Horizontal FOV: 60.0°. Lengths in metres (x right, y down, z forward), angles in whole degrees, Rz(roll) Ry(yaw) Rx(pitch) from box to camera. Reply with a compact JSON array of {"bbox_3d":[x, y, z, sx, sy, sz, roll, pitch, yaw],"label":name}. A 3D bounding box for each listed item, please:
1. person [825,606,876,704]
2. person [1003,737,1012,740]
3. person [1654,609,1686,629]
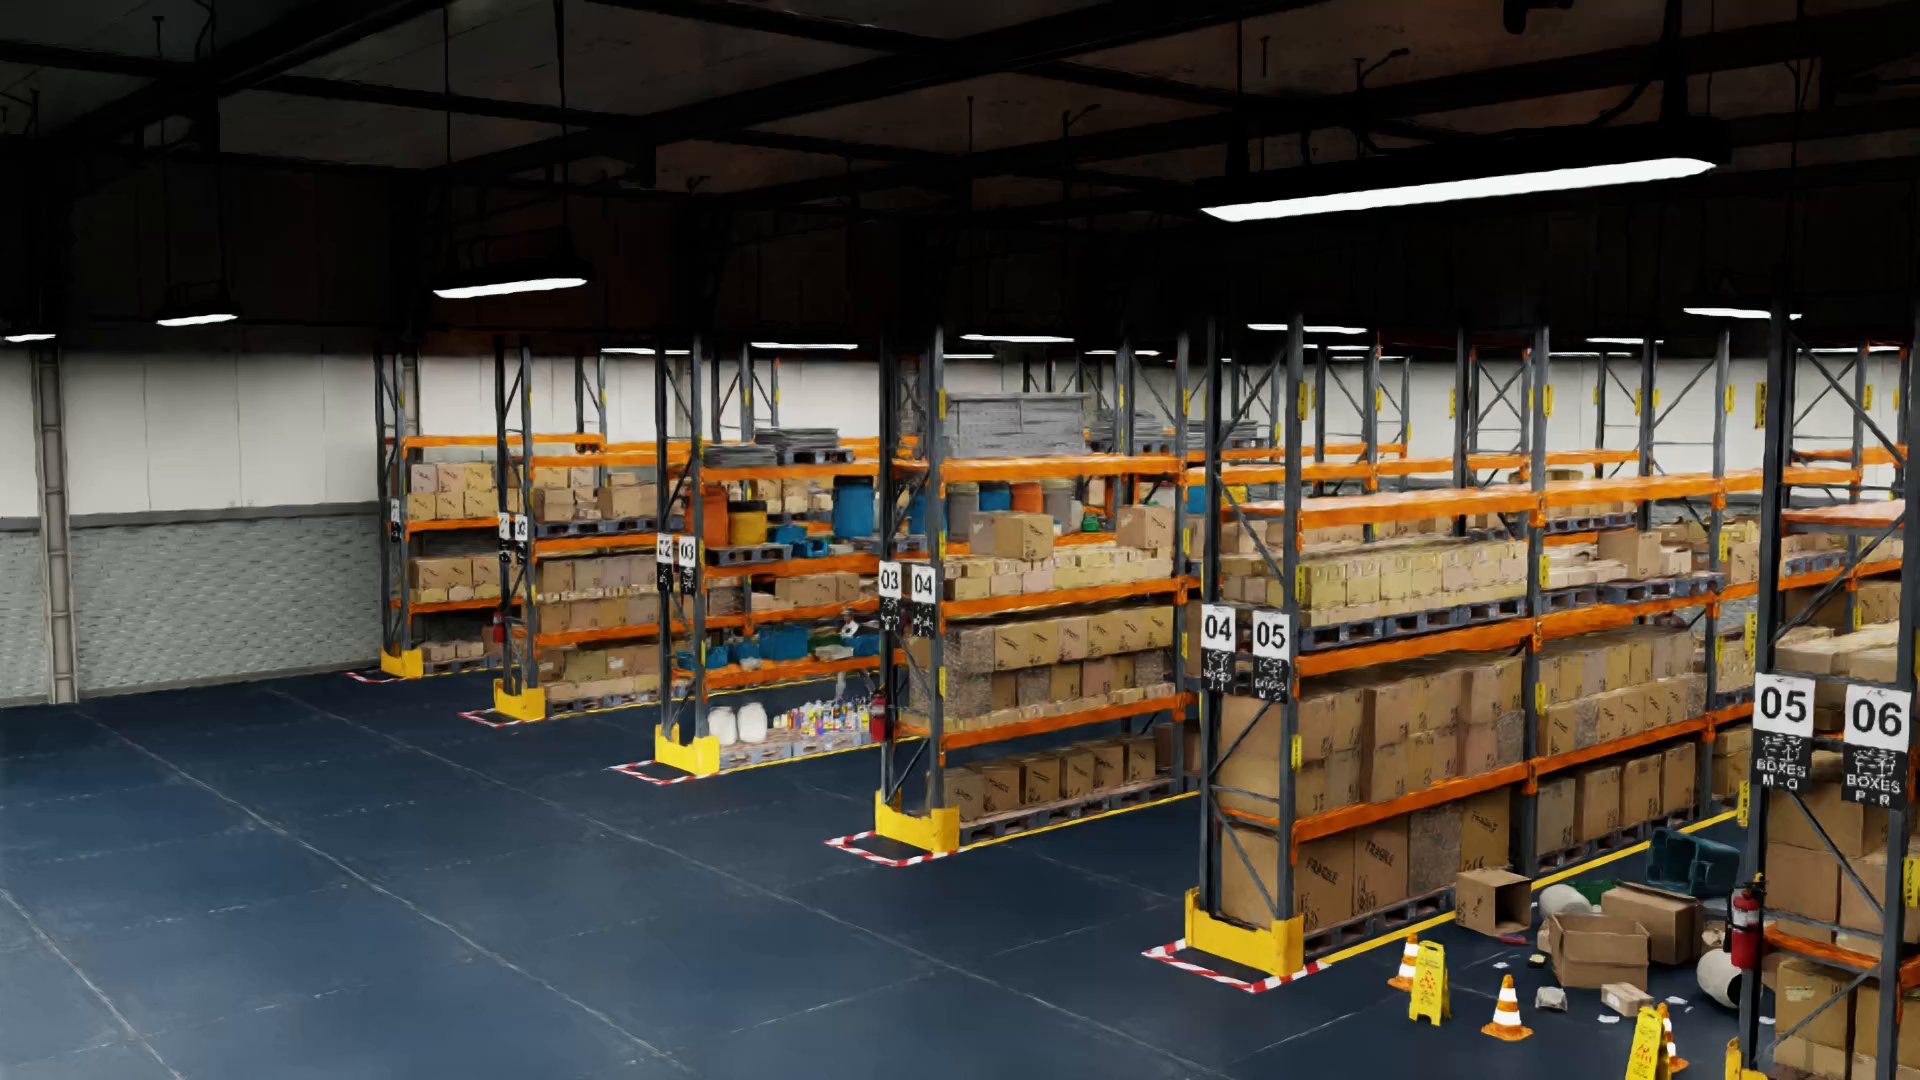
[{"bbox_3d":[-1.755,1.879,27.139,0.988,1.621,0.502,-5,7,-41],"label":"person"},{"bbox_3d":[0.590,2.084,24.670,0.699,1.666,0.814,3,6,27],"label":"person"},{"bbox_3d":[11.612,1.816,27.290,1.193,1.700,0.588,-5,7,-43],"label":"person"}]
